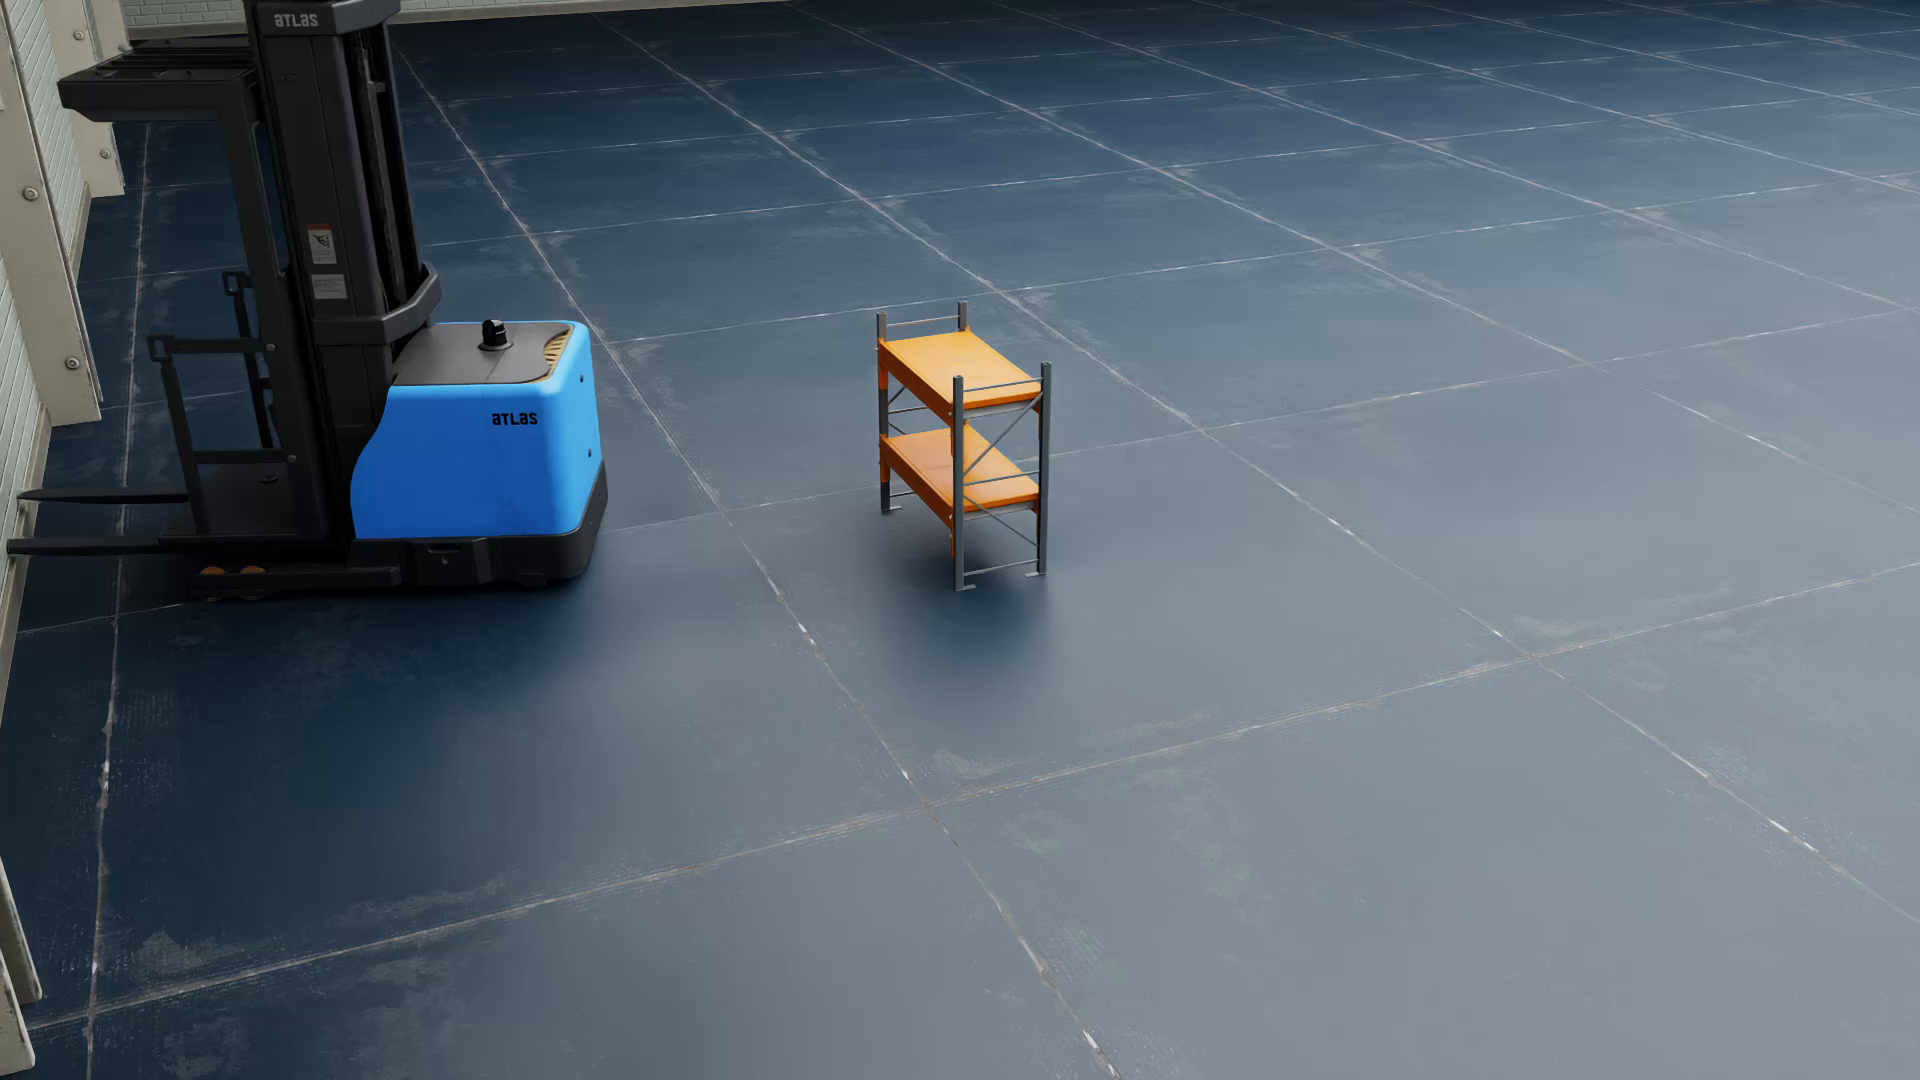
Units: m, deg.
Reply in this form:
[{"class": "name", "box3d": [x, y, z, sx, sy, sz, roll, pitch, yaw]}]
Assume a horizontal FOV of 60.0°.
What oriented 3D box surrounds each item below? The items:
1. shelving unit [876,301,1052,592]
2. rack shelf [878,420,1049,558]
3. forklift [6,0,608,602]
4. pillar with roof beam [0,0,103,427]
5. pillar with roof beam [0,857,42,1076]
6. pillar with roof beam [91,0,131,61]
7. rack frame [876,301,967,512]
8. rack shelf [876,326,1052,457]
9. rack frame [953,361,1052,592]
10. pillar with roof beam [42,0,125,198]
[{"class": "shelving unit", "box3d": [0.003, -0.503, 8.498, 0.538, 1.125, 1.048, -11, 28, -21]}, {"class": "rack shelf", "box3d": [0.003, -0.283, 8.605, 0.538, 0.278, 1.000, -11, 28, -21]}, {"class": "forklift", "box3d": [-3.403, -1.255, 7.980, 3.031, 2.935, 1.130, -1, 26, -3]}, {"class": "pillar with roof beam", "box3d": [-1.563, -5.577, 9.916, 9.100, 9.000, 0.400, -11, 28, -21]}, {"class": "pillar with roof beam", "box3d": [0.787, -3.155, 4.955, 9.100, 9.000, 0.400, -11, 28, -21]}, {"class": "pillar with roof beam", "box3d": [-6.262, -10.422, 19.838, 9.100, 9.000, 0.400, -11, 28, -21]}, {"class": "rack frame", "box3d": [-0.196, -0.708, 8.918, 0.500, 1.125, 0.032, -11, 28, -21]}, {"class": "rack shelf", "box3d": [0.003, -0.766, 8.369, 0.538, 0.278, 1.000, -11, 28, -21]}, {"class": "rack frame", "box3d": [0.202, -0.298, 8.077, 0.500, 1.125, 0.032, -11, 28, -21]}, {"class": "pillar with roof beam", "box3d": [-3.913, -7.999, 14.877, 9.100, 9.000, 0.400, -11, 28, -21]}]
